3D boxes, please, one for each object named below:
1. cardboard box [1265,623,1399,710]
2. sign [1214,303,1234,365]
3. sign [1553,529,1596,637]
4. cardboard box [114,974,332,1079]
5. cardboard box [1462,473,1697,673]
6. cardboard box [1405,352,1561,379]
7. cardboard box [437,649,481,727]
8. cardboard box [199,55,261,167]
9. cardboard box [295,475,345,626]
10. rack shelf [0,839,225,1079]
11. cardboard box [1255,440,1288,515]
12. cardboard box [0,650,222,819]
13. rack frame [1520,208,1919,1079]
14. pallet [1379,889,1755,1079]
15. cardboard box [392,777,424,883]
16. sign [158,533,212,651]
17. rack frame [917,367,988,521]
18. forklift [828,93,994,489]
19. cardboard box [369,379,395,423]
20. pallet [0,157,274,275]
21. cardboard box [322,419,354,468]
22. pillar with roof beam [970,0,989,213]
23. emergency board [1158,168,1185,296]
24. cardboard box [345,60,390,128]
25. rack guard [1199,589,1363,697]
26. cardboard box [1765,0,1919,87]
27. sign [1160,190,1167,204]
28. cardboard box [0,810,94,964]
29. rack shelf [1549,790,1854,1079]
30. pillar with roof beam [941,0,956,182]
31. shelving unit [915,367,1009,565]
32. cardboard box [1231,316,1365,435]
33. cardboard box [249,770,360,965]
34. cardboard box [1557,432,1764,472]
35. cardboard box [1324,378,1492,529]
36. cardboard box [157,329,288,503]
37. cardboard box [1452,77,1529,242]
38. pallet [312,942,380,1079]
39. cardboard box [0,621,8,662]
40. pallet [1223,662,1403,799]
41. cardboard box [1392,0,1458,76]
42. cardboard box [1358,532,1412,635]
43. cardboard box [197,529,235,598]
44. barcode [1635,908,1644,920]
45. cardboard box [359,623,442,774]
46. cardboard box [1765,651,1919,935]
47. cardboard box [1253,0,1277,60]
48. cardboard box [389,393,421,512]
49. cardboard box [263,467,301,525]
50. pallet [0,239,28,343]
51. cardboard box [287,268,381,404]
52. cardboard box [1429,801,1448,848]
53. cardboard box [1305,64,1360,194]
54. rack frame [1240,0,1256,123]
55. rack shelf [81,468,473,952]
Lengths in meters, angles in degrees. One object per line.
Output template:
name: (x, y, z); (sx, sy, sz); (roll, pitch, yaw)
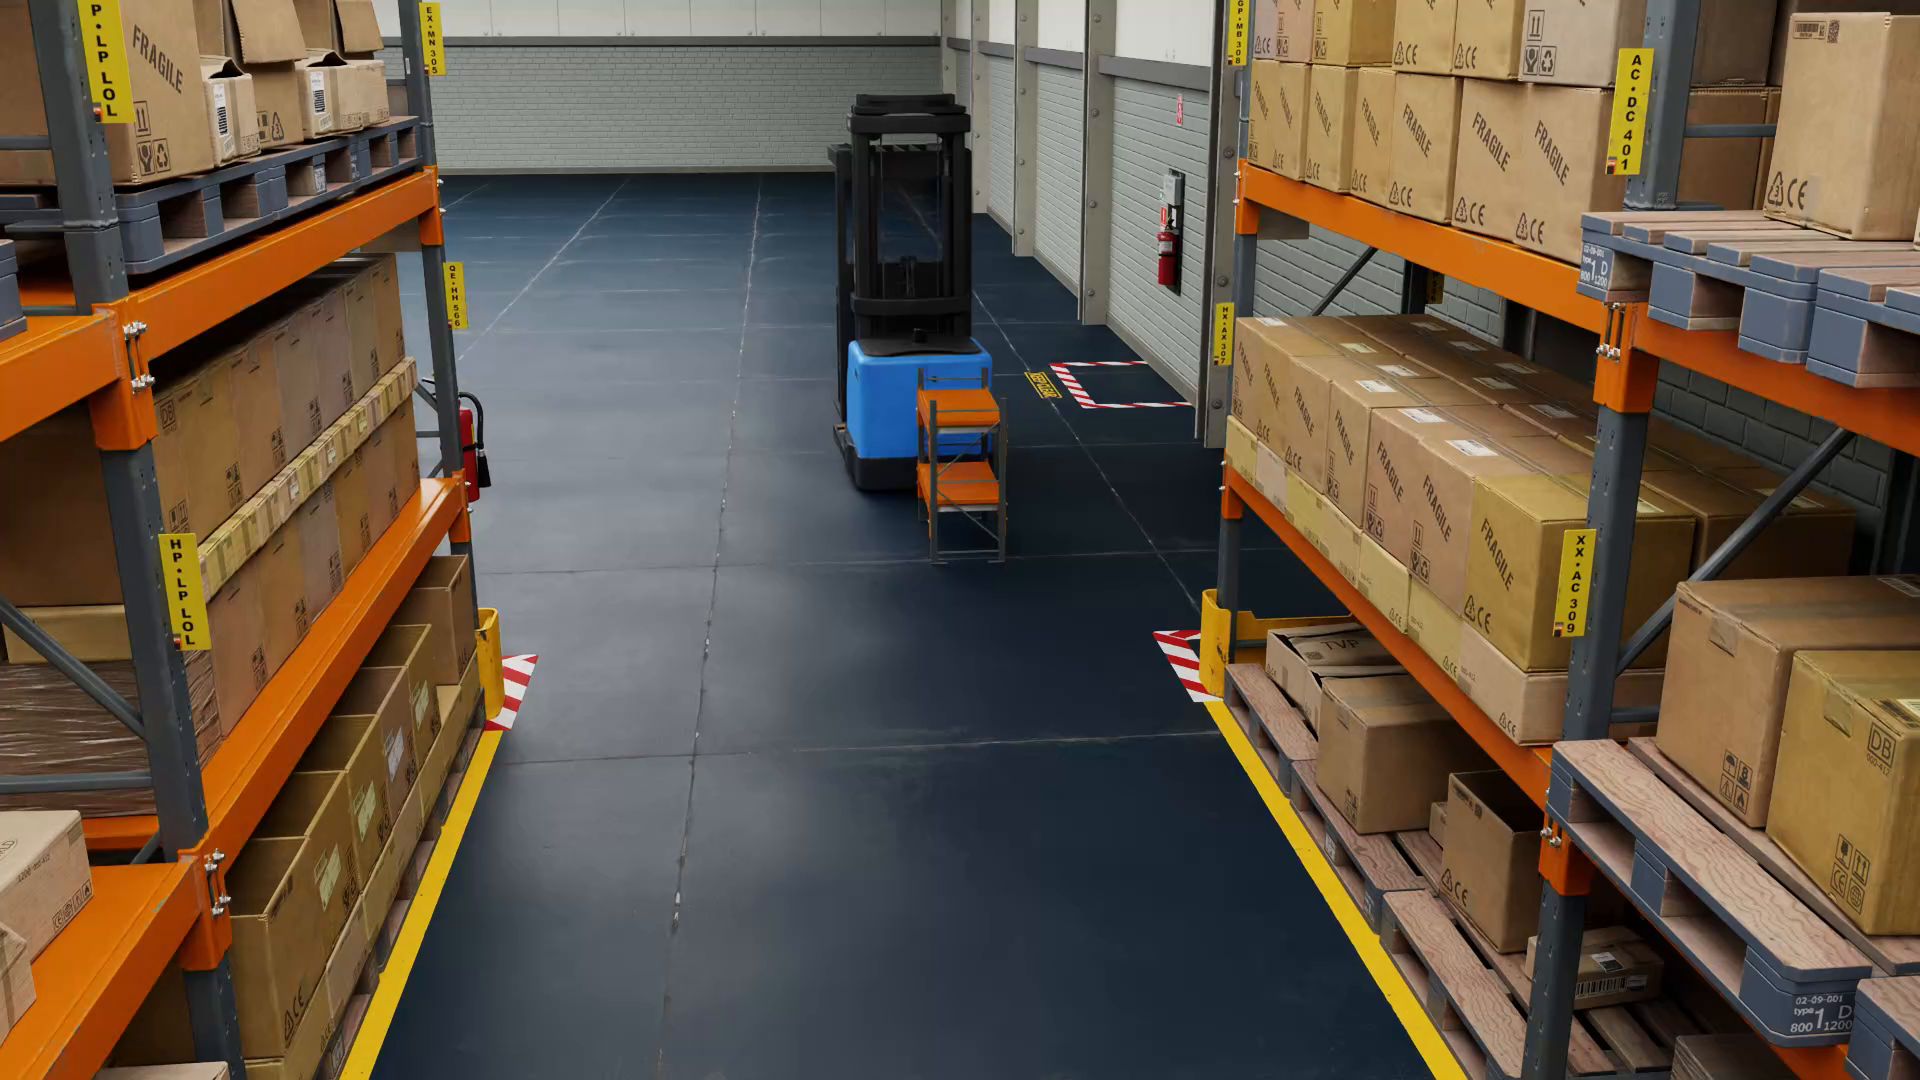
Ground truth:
cardboard box: (1.893, 0.610, 8.479); (0.500, 0.311, 0.500); (-4, 18, -12)
sign: (1.372, -1.068, 8.625); (0.100, 0.325, 0.005); (-2, 18, -6)
sign: (1.785, 0.126, 4.822); (0.100, 0.325, 0.005); (-2, 18, -6)
cardboard box: (-2.349, 1.638, 5.340); (0.500, 0.250, 0.500); (-2, 18, -6)
cardboard box: (1.968, 0.093, 5.337); (0.500, 0.500, 0.500); (-2, 18, -6)
cardboard box: (2.271, -0.529, 7.320); (0.500, 0.500, 0.500); (-2, 18, -7)
cardboard box: (-2.666, 0.745, 8.186); (0.500, 0.250, 0.500); (-2, 18, -6)
cardboard box: (-2.448, -1.300, 5.018); (0.500, 0.311, 0.500); (-3, 18, -9)
cardboard box: (-2.817, 0.036, 6.389); (0.700, 0.500, 0.500); (-1, 17, -4)
rack shelf: (-2.396, 1.614, 2.731); (1.077, 0.370, 4.000); (-2, 18, -6)
cardboard box: (1.714, -0.300, 7.842); (0.500, 0.250, 0.500); (-2, 18, -7)
cardboard box: (-2.655, 0.495, 4.927); (0.700, 0.500, 0.500); (-2, 18, -7)
rack frame: (2.324, 0.520, 5.012); (1.000, 3.000, 0.127); (-2, 18, -6)
pallet: (2.220, 1.652, 6.064); (1.003, 0.211, 1.213); (-2, 18, -6)
cardboard box: (-2.499, 1.191, 6.764); (0.500, 0.250, 0.500); (-2, 18, -6)
sign: (-2.064, 0.140, 4.422); (0.100, 0.325, 0.005); (-2, 18, -6)
rack frame: (-0.052, -0.686, 11.985); (0.500, 1.125, 0.032); (-2, 18, -6)
forklift: (-0.489, -2.183, 13.736); (1.130, 2.935, 3.031); (-3, 18, -9)
cardboard box: (-2.731, -0.612, 7.370); (0.380, 0.149, 0.250); (-2, 18, -6)
pallet: (-2.716, -0.968, 4.892); (1.003, 0.211, 1.213); (-2, 18, -6)
cardboard box: (-2.651, -0.381, 6.632); (0.380, 0.149, 0.250); (-1, 17, -4)
pillar with roof beam: (-3.913, -10.369, 29.683); (9.100, 9.000, 0.400); (-2, 18, -6)
emergency board: (2.008, -3.015, 16.272); (0.194, 1.169, 0.643); (-2, 18, -6)
cardboard box: (-2.634, -1.809, 6.739); (0.500, 0.250, 0.500); (-2, 18, -6)
rack guard: (1.919, 0.544, 9.110); (1.175, 0.500, 0.348); (-2, 18, -6)
cardboard box: (2.558, -1.600, 4.888); (0.500, 0.500, 0.500); (-1, 17, -4)
sign: (2.046, -3.451, 16.717); (0.001, 0.109, 0.331); (-2, 18, -6)
cardboard box: (-2.508, 0.891, 4.081); (0.500, 0.250, 0.500); (-1, 17, -2)
rack shelf: (2.530, 1.459, 3.222); (1.077, 0.370, 4.000); (-2, 18, -6)
pillar with roof beam: (-4.532, -12.157, 35.377); (9.100, 9.000, 0.400); (-2, 18, -6)
shelving unit: (0.001, -0.535, 11.502); (0.538, 1.125, 1.048); (-2, 18, -6)
cardboard box: (1.662, -0.816, 8.233); (0.500, 0.500, 0.500); (-2, 18, -6)
cardboard box: (-2.399, 1.132, 5.702); (0.500, 0.500, 0.500); (-2, 18, -6)
cardboard box: (2.434, -0.076, 5.877); (0.500, 0.500, 0.500); (-2, 18, -6)
cardboard box: (1.815, -0.361, 6.783); (0.500, 0.500, 0.500); (-1, 17, -4)
cardboard box: (-2.759, -0.424, 5.687); (0.700, 0.500, 0.500); (-2, 18, -6)
cardboard box: (1.987, -1.262, 5.481); (0.500, 0.500, 0.500); (-3, 18, -10)
pallet: (-2.643, 1.767, 5.698); (1.003, 0.211, 1.213); (-2, 18, -6)
cardboard box: (-2.844, 0.243, 4.646); (0.380, 0.149, 0.250); (-2, 18, -6)
pallet: (1.968, 0.925, 8.379); (1.003, 0.211, 1.213); (-2, 18, -6)
cardboard box: (1.872, -1.904, 5.857); (0.500, 0.500, 0.500); (-2, 18, -8)
cardboard box: (1.863, 0.152, 6.401); (0.500, 0.250, 0.500); (-2, 18, -6)
cardboard box: (-2.492, 0.080, 5.166); (0.380, 0.149, 0.250); (-2, 18, -7)
barcode: (2.535, 1.374, 6.199); (0.001, 0.075, 0.075); (-2, 18, -6)
cardboard box: (-2.546, 0.684, 7.126); (0.500, 0.500, 0.500); (-2, 18, -6)
cardboard box: (2.393, 0.582, 3.914); (0.700, 0.500, 0.500); (0, 17, 0)
cardboard box: (1.710, -2.515, 7.802); (0.500, 0.500, 0.500); (-3, 18, -10)
cardboard box: (-2.980, -0.426, 7.858); (0.700, 0.500, 0.500); (-2, 18, -6)
cardboard box: (-2.575, -0.153, 5.906); (0.380, 0.149, 0.250); (-2, 18, -7)
pallet: (-2.499, -0.403, 3.265); (0.805, 0.209, 1.217); (-2, 18, -8)
cardboard box: (-2.915, -0.872, 7.115); (0.700, 0.500, 0.500); (-2, 18, -7)
cardboard box: (2.179, 1.193, 6.893); (0.380, 0.149, 0.250); (-3, 18, -10)
cardboard box: (1.775, -1.737, 6.993); (0.500, 0.500, 0.500); (-1, 17, -3)
rack frame: (1.912, -3.534, 7.909); (1.000, 3.000, 0.127); (-2, 18, -6)
rack shelf: (-2.809, 0.422, 6.527); (1.077, 0.370, 4.000); (-2, 18, -6)
